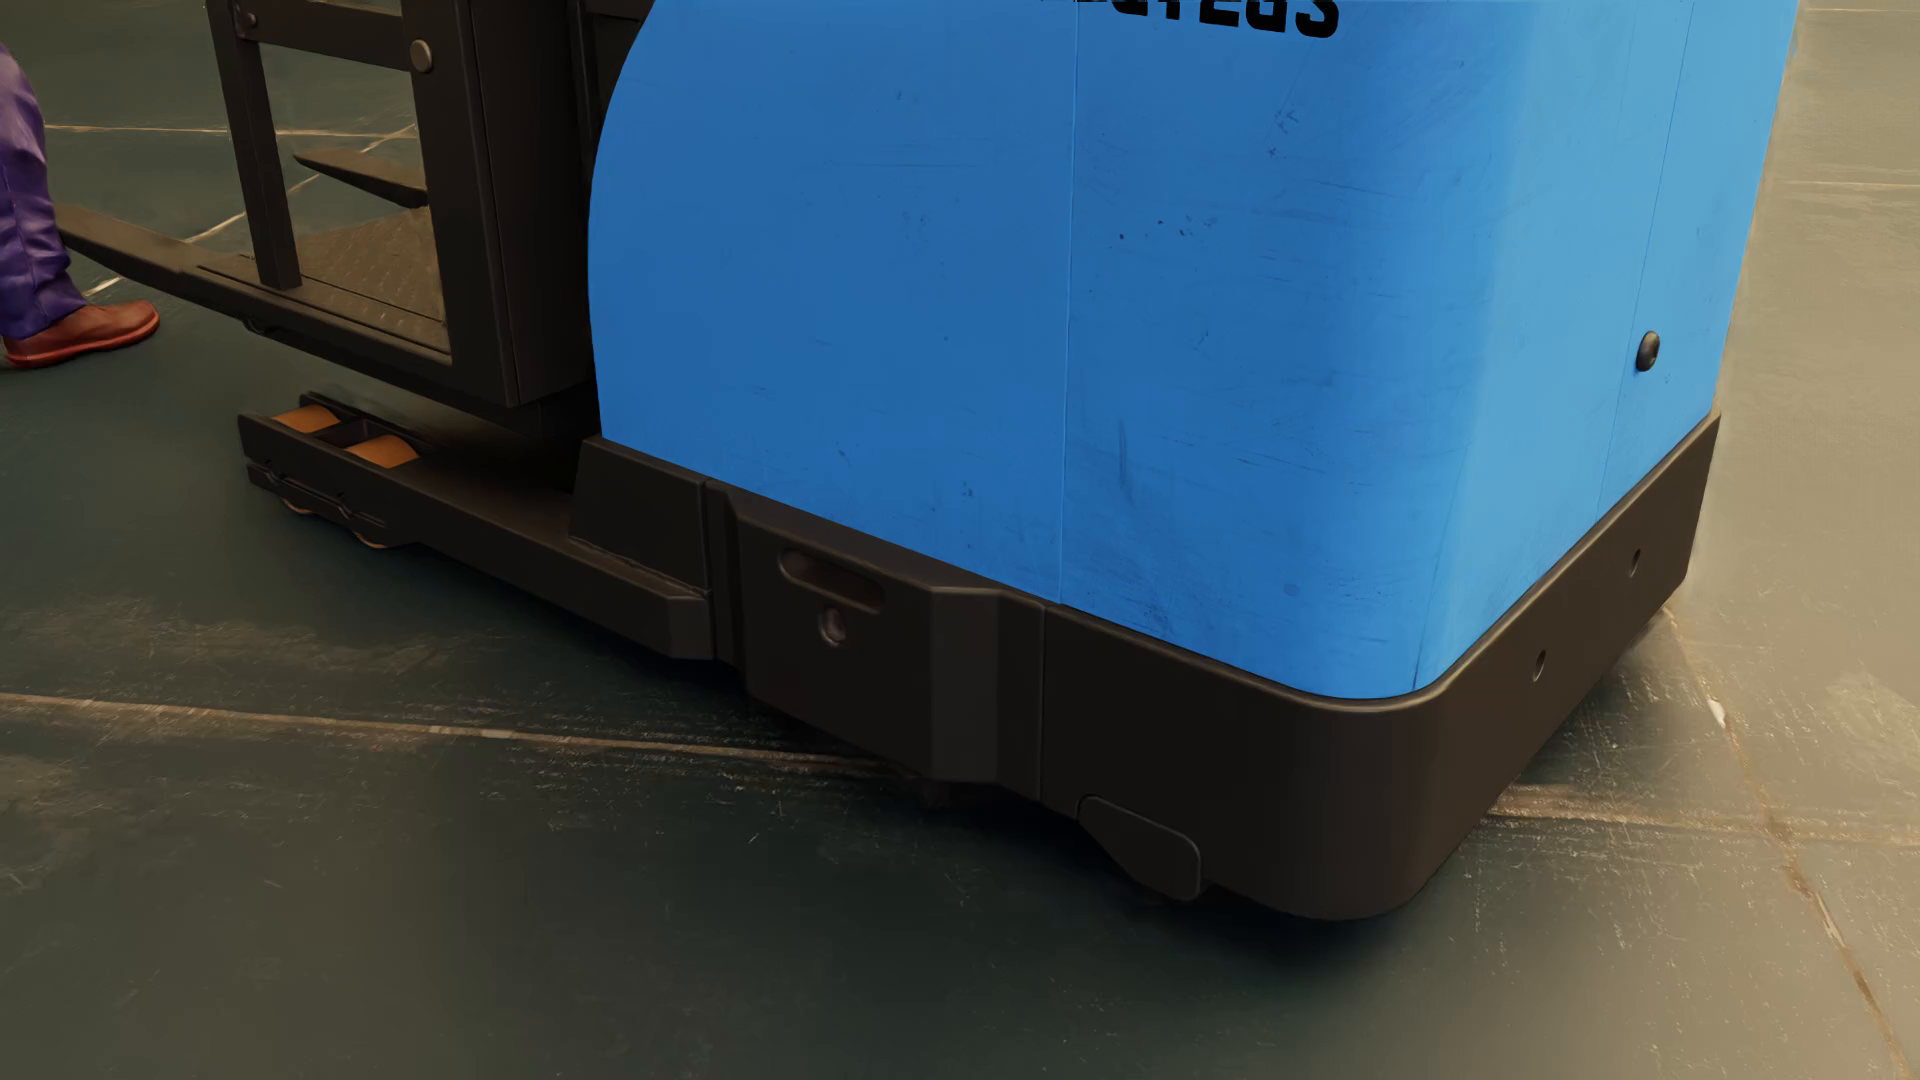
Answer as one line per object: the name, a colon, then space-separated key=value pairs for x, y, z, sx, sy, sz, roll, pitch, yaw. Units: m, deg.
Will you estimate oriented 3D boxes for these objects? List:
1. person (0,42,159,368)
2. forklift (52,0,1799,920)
person: x=-1.974 y=-1.097 z=2.908 sx=0.663 sy=1.599 sz=0.529 roll=13 pitch=29 yaw=25
forklift: x=-0.481 y=-1.463 z=2.149 sx=3.031 sy=2.935 sz=1.130 roll=19 pitch=32 yaw=34
